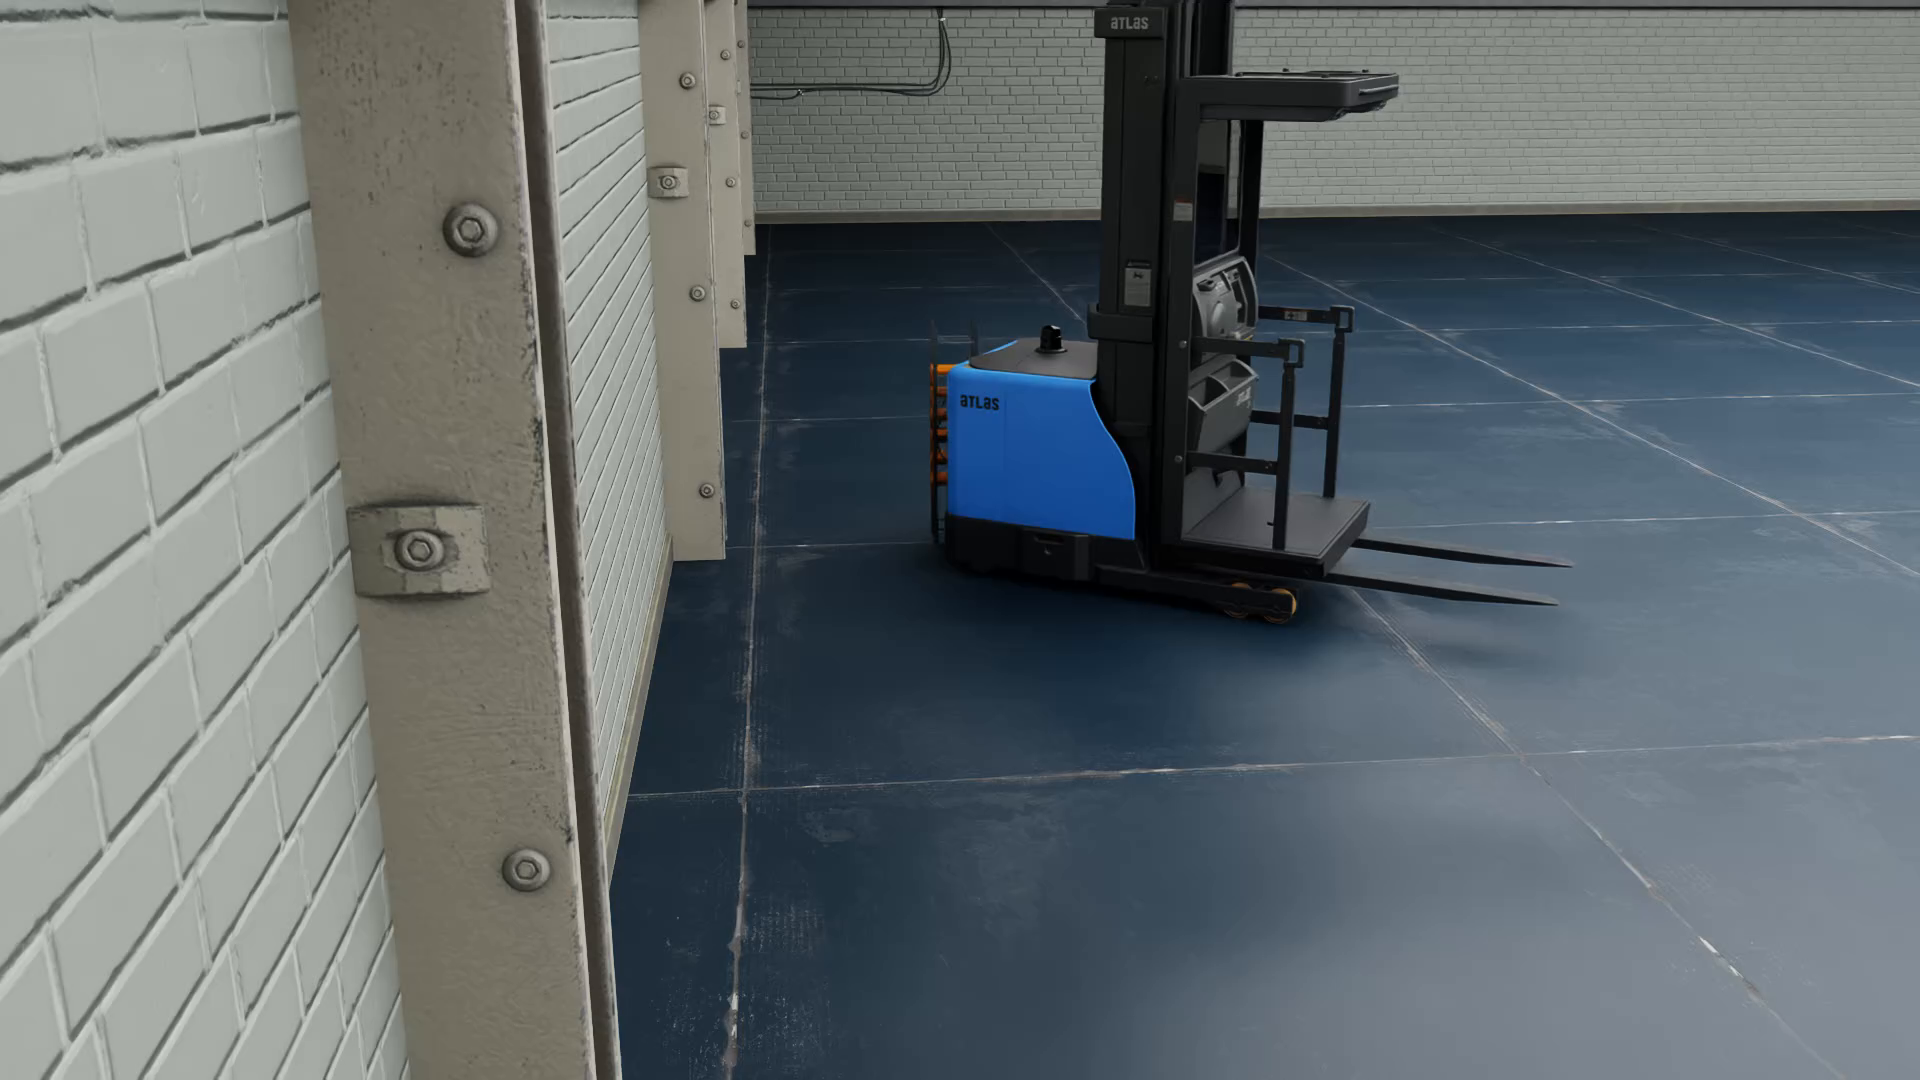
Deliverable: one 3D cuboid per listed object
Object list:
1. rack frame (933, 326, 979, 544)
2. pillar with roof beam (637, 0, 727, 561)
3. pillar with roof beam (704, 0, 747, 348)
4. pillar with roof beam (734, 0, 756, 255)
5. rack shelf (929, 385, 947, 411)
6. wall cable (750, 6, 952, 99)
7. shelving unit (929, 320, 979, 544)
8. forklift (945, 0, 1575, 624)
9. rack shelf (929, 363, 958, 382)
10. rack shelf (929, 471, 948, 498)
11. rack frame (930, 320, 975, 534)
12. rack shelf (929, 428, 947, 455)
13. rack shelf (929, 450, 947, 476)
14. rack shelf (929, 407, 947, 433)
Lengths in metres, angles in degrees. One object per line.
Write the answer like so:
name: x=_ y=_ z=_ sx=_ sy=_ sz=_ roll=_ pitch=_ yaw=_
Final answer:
rack frame: x=-0.022 y=-0.554 z=8.938 sx=0.240 sy=1.200 sz=0.006 roll=-2 pitch=18 yaw=-6
pillar with roof beam: x=2.857 y=-4.378 z=8.099 sx=9.100 sy=9.000 sz=0.400 roll=-2 pitch=18 yaw=-6
pillar with roof beam: x=2.238 y=-6.166 z=13.793 sx=9.100 sy=9.000 sz=0.400 roll=-2 pitch=18 yaw=-6
pillar with roof beam: x=1.619 y=-7.953 z=19.487 sx=9.100 sy=9.000 sz=0.400 roll=-2 pitch=18 yaw=-6
rack shelf: x=-0.031 y=-0.768 z=8.967 sx=0.258 sy=0.103 sz=0.180 roll=-2 pitch=18 yaw=-6
wall cable: x=-1.651 y=-7.258 z=22.455 sx=3.097 sy=2.526 sz=0.112 roll=-2 pitch=18 yaw=-6
shelving unit: x=-0.031 y=-0.581 z=9.025 sx=0.258 sy=1.200 sz=0.189 roll=-2 pitch=18 yaw=-6
forklift: x=1.478 y=-1.181 z=8.044 sx=3.031 sy=2.935 sz=1.130 roll=8 pitch=19 yaw=24
rack shelf: x=-0.031 y=-0.882 z=8.931 sx=0.258 sy=0.103 sz=0.180 roll=-2 pitch=18 yaw=-6
rack shelf: x=-0.031 y=-0.310 z=9.110 sx=0.258 sy=0.103 sz=0.180 roll=-2 pitch=18 yaw=-6
rack frame: x=-0.040 y=-0.608 z=9.112 sx=0.240 sy=1.200 sz=0.006 roll=-2 pitch=18 yaw=-6
rack shelf: x=-0.031 y=-0.539 z=9.038 sx=0.258 sy=0.103 sz=0.180 roll=-2 pitch=18 yaw=-6
rack shelf: x=-0.031 y=-0.424 z=9.074 sx=0.258 sy=0.103 sz=0.180 roll=-2 pitch=18 yaw=-6
rack shelf: x=-0.031 y=-0.653 z=9.002 sx=0.258 sy=0.103 sz=0.180 roll=-2 pitch=18 yaw=-6
